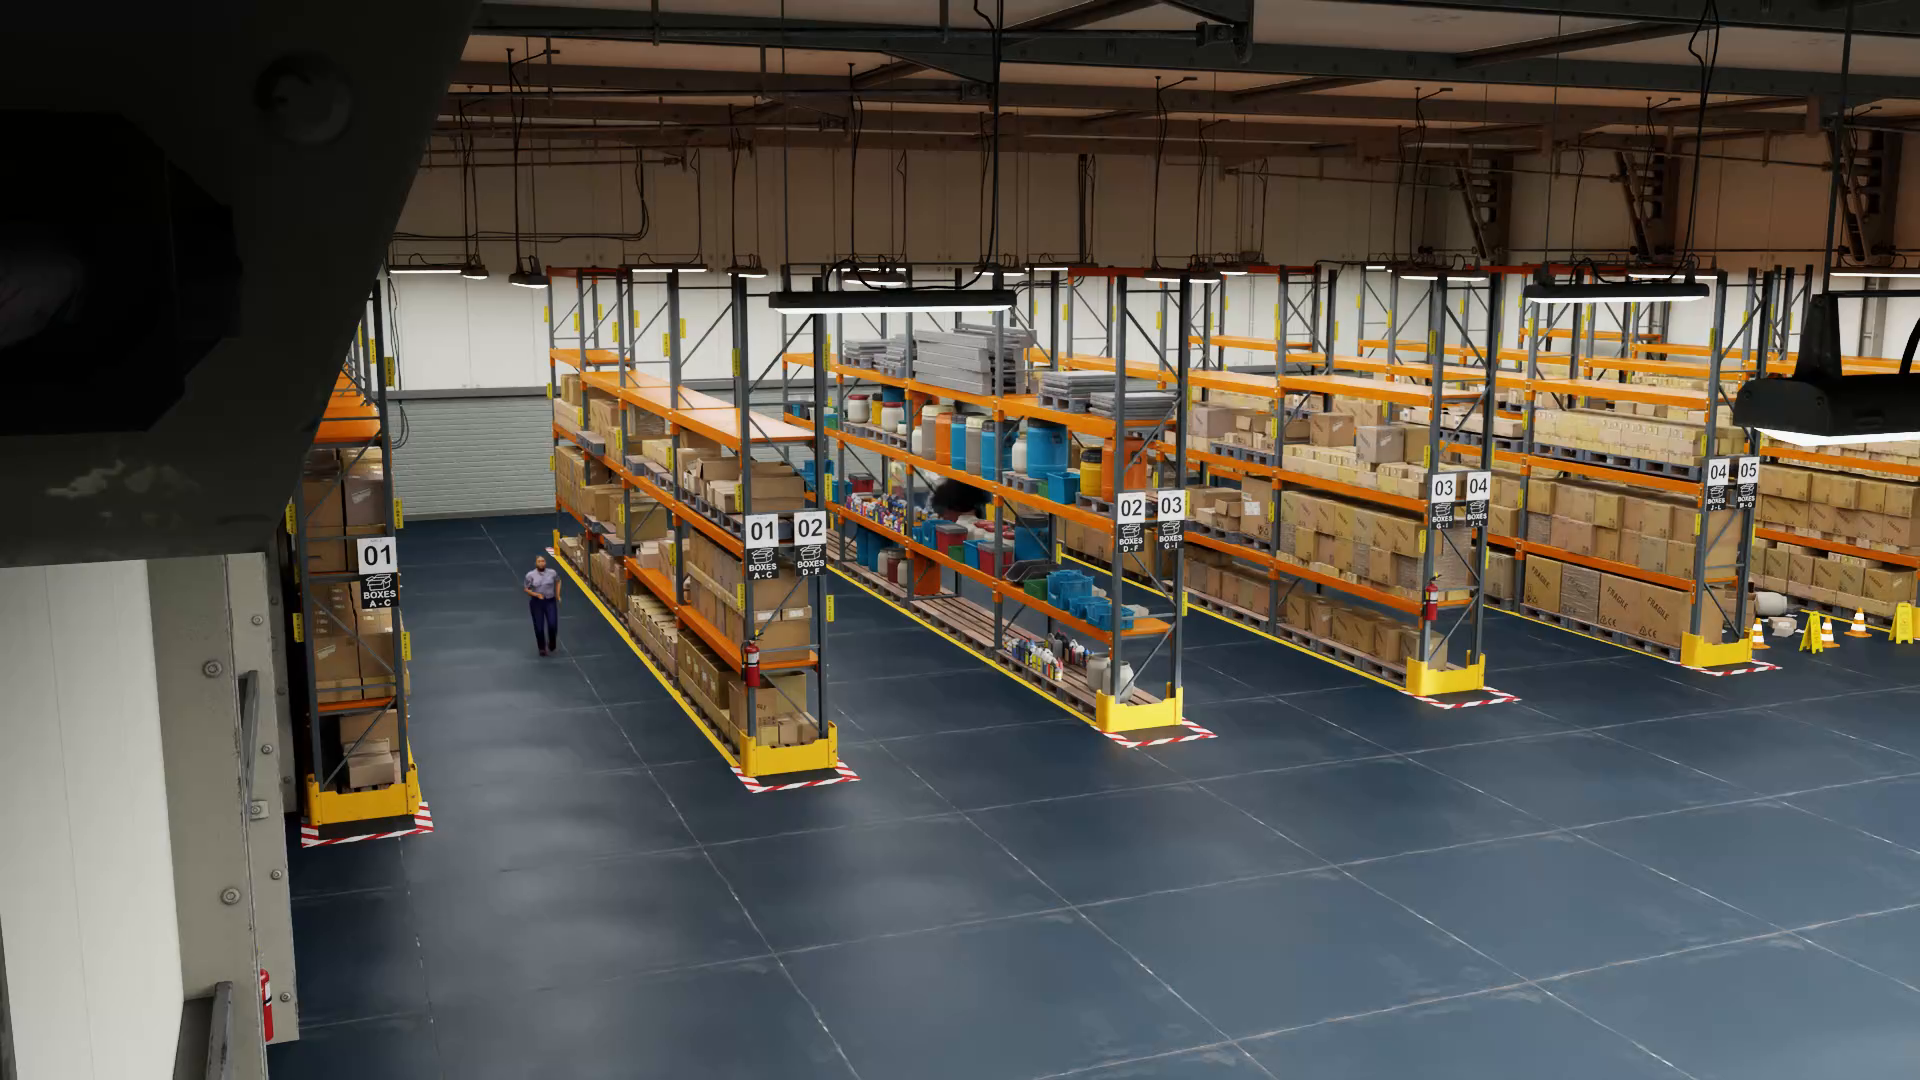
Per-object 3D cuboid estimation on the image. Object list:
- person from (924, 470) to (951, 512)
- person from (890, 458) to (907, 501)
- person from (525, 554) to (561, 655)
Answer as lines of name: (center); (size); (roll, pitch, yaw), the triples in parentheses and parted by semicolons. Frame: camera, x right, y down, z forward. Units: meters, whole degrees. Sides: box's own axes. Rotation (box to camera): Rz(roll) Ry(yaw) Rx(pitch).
person: (-0.491, -1.475, 40.381); (0.798, 1.605, 0.600); (2, 10, 9)
person: (-1.482, -1.307, 39.512); (0.604, 1.610, 0.611); (0, 10, -1)
person: (-6.506, 1.024, 26.052); (0.584, 1.615, 0.632); (-3, 10, -19)
